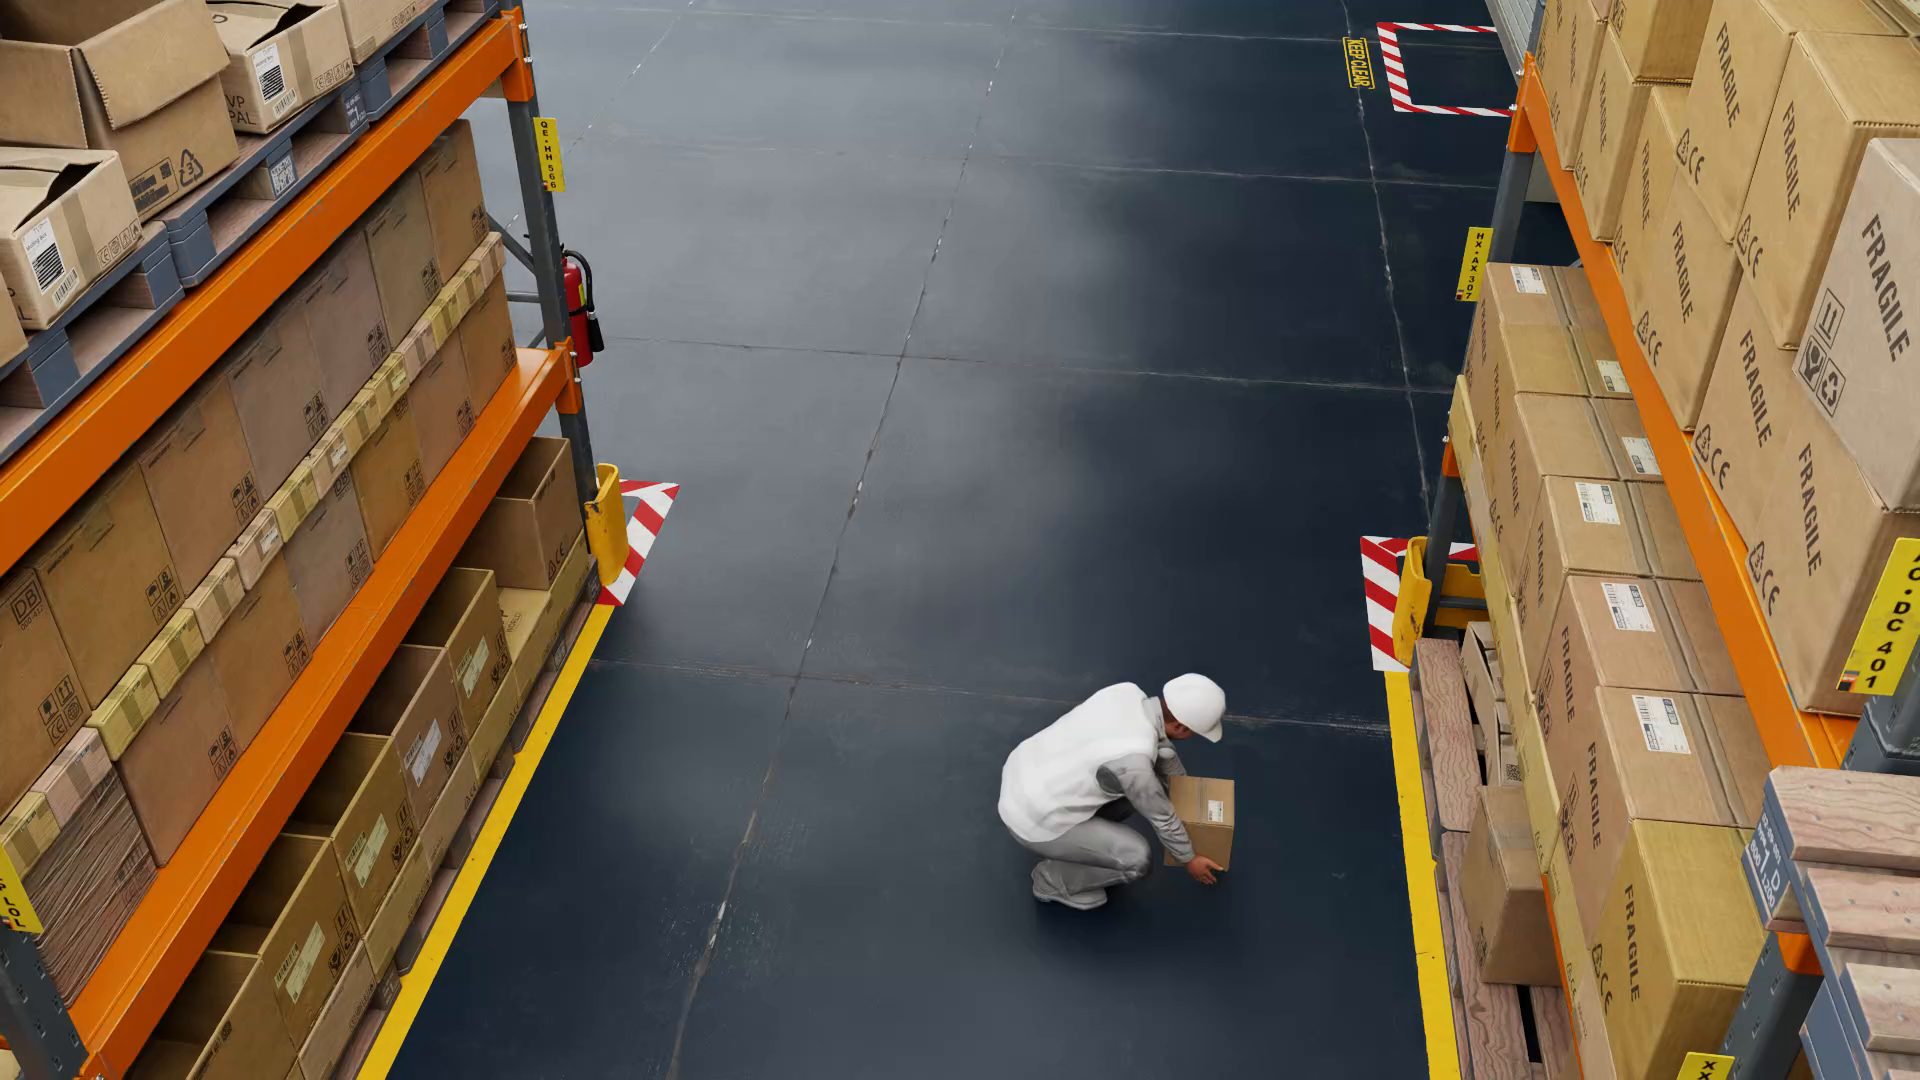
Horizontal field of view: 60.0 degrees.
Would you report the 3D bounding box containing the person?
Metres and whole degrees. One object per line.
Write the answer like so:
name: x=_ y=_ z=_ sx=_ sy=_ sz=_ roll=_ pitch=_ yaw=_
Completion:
person: x=0.595 y=0.933 z=6.392 sx=0.878 sy=1.011 sz=0.526 roll=4 pitch=36 yaw=5
